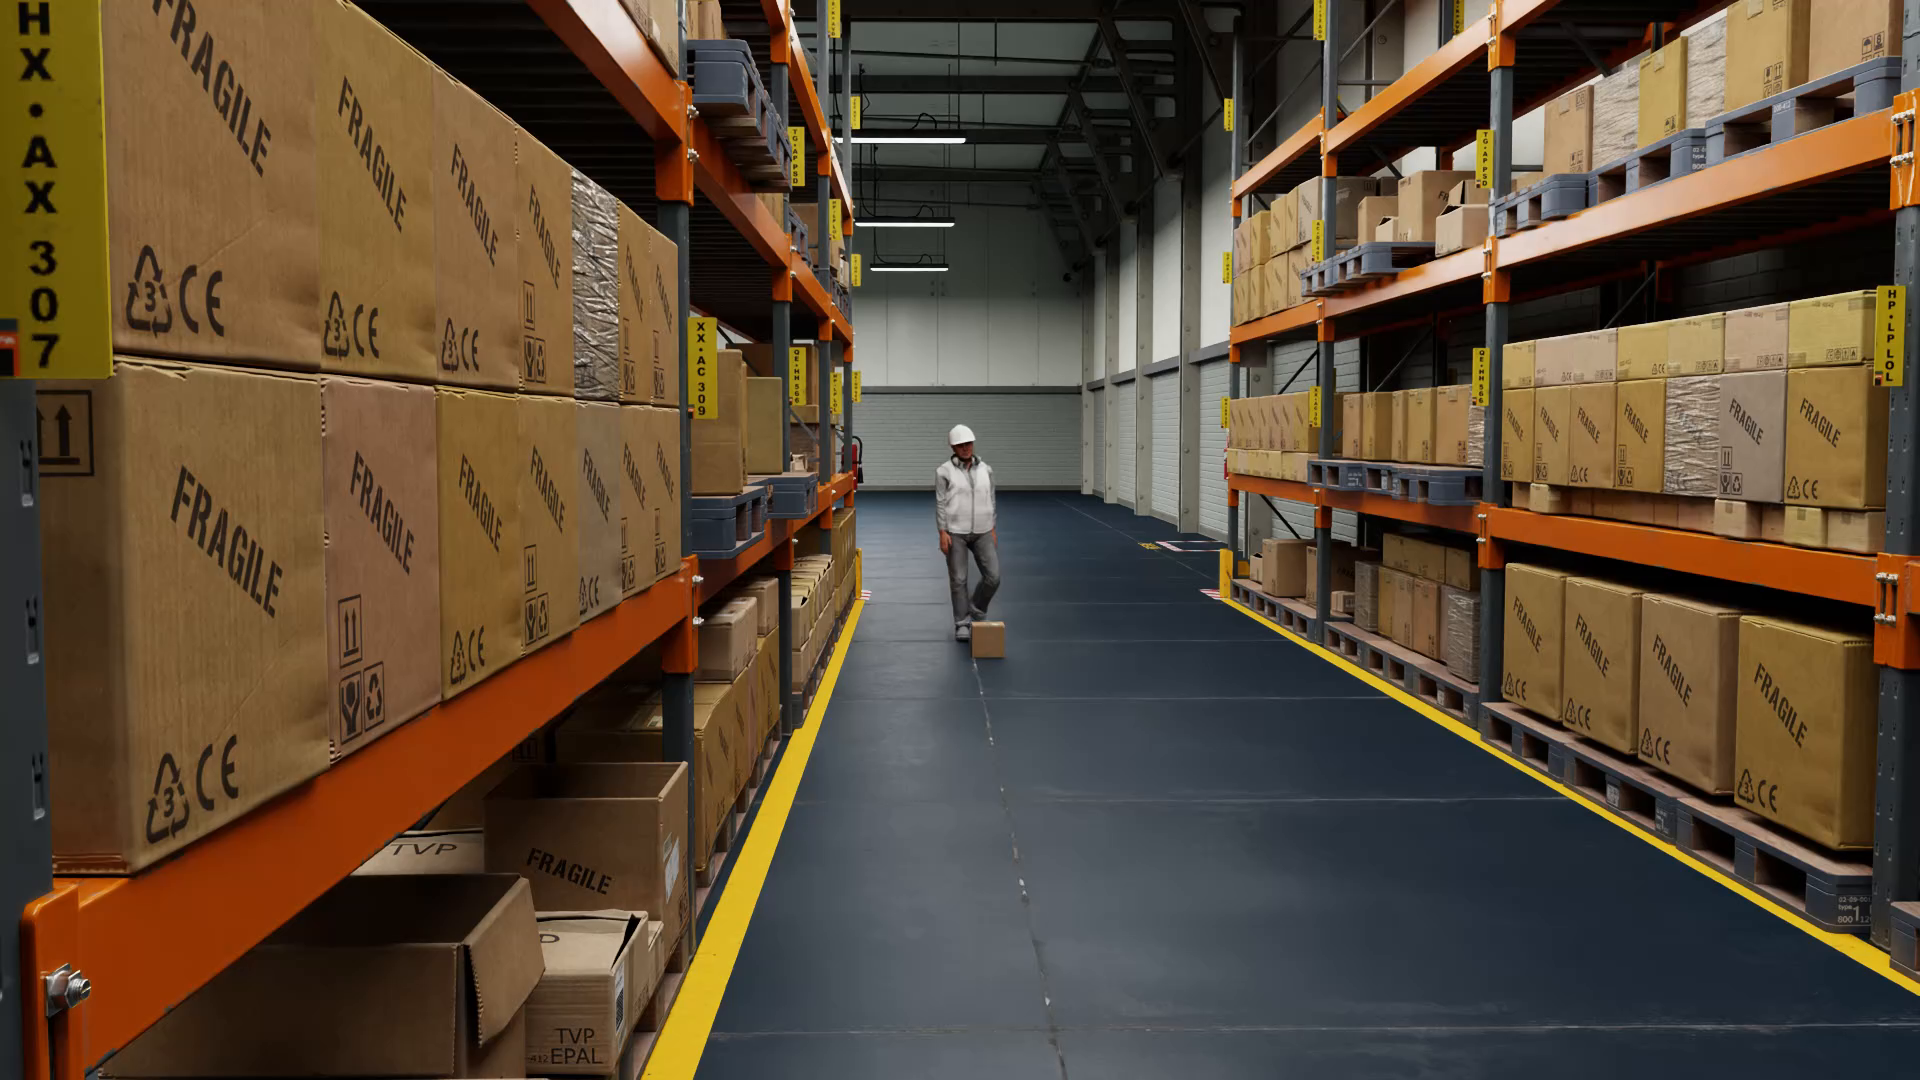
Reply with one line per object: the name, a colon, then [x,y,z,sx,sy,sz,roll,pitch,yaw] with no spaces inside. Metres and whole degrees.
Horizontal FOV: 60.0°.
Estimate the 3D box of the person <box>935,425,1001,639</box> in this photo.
person: [0.054,-0.070,13.760,0.563,1.763,0.473,-1,4,-15]
